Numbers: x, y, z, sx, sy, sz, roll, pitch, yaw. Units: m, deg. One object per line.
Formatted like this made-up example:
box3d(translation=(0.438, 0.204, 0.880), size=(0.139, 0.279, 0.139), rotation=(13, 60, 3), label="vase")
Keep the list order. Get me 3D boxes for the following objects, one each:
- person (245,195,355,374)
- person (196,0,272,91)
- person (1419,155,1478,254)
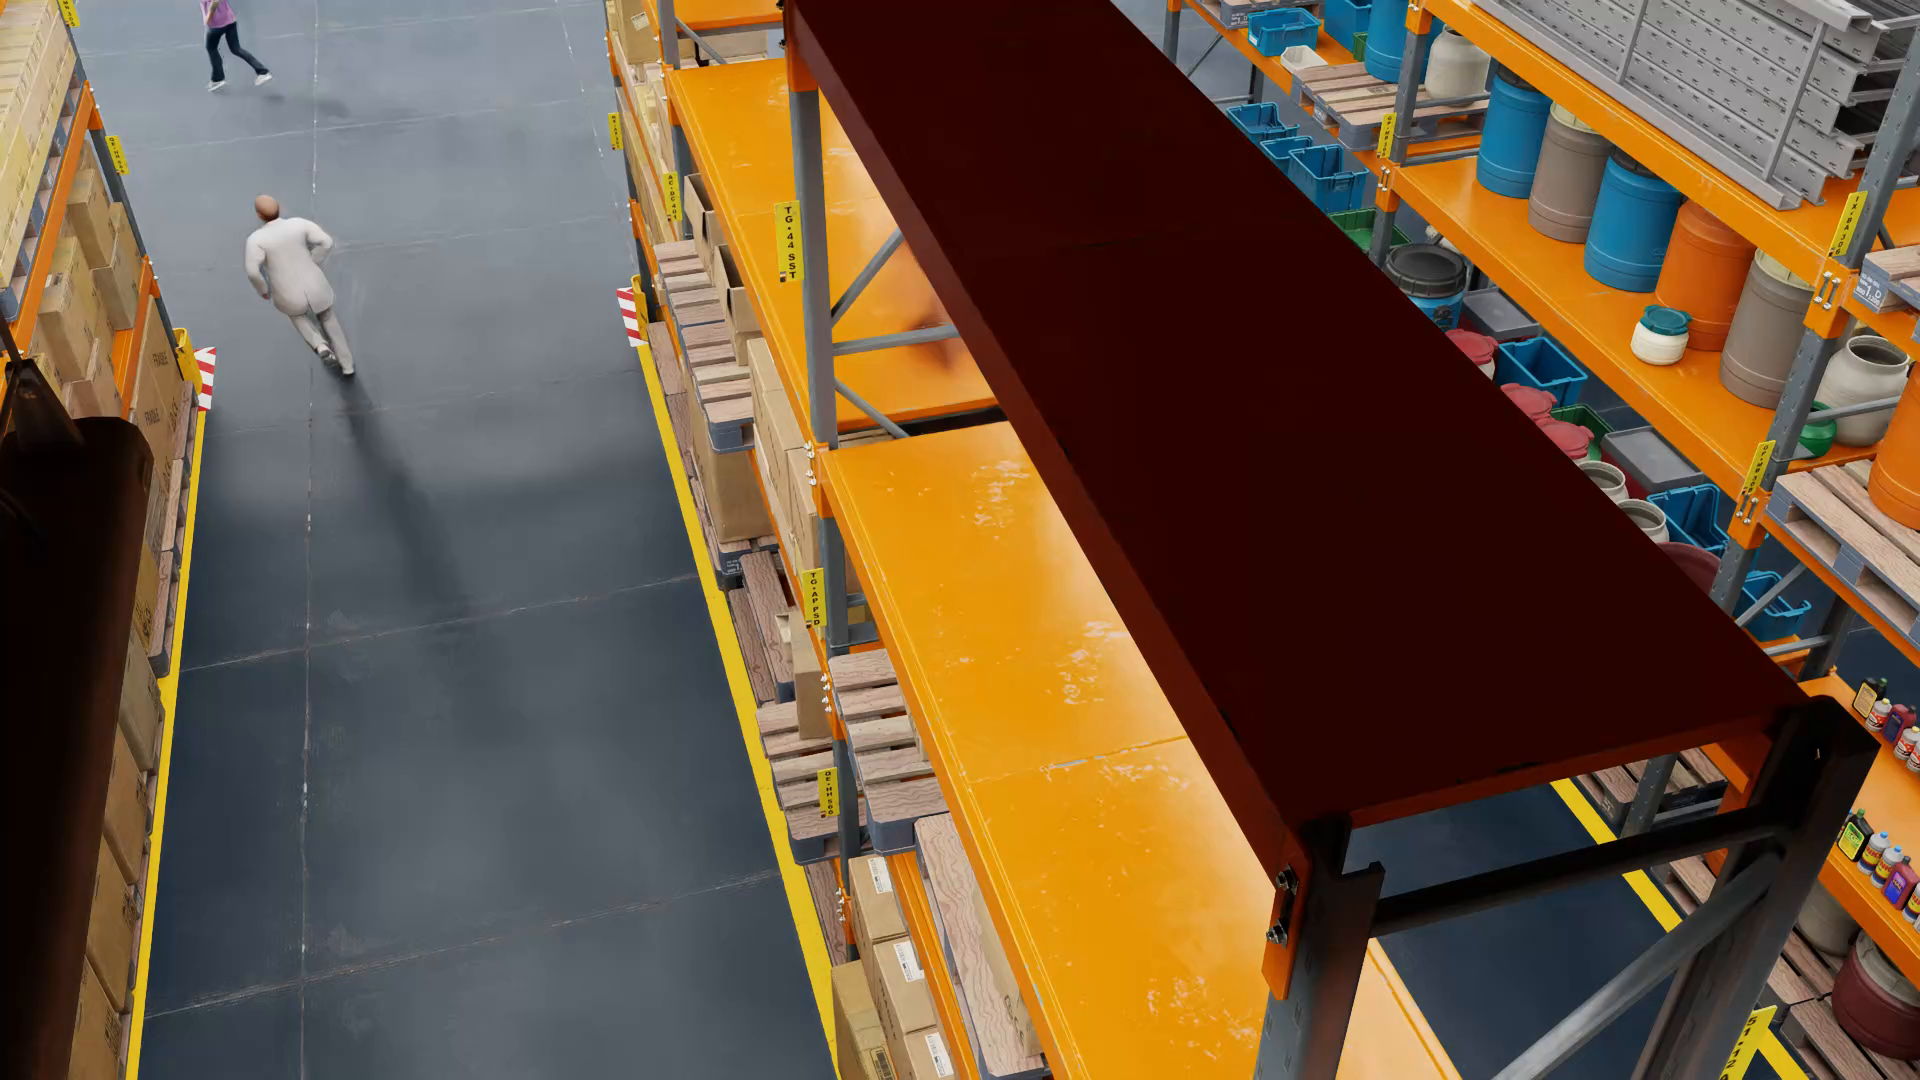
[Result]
box3d(translation=(-5.685, -2.142, 14.224), size=(0.773, 1.632, 0.580), rotation=(-24, 44, -27), label="person")
box3d(translation=(-8.407, -5.873, 18.949), size=(0.868, 1.610, 0.548), rotation=(11, 40, 14), label="person")
box3d(translation=(4.347, -2.693, 14.762), size=(0.691, 1.762, 0.994), rotation=(-13, 40, -16), label="person")
